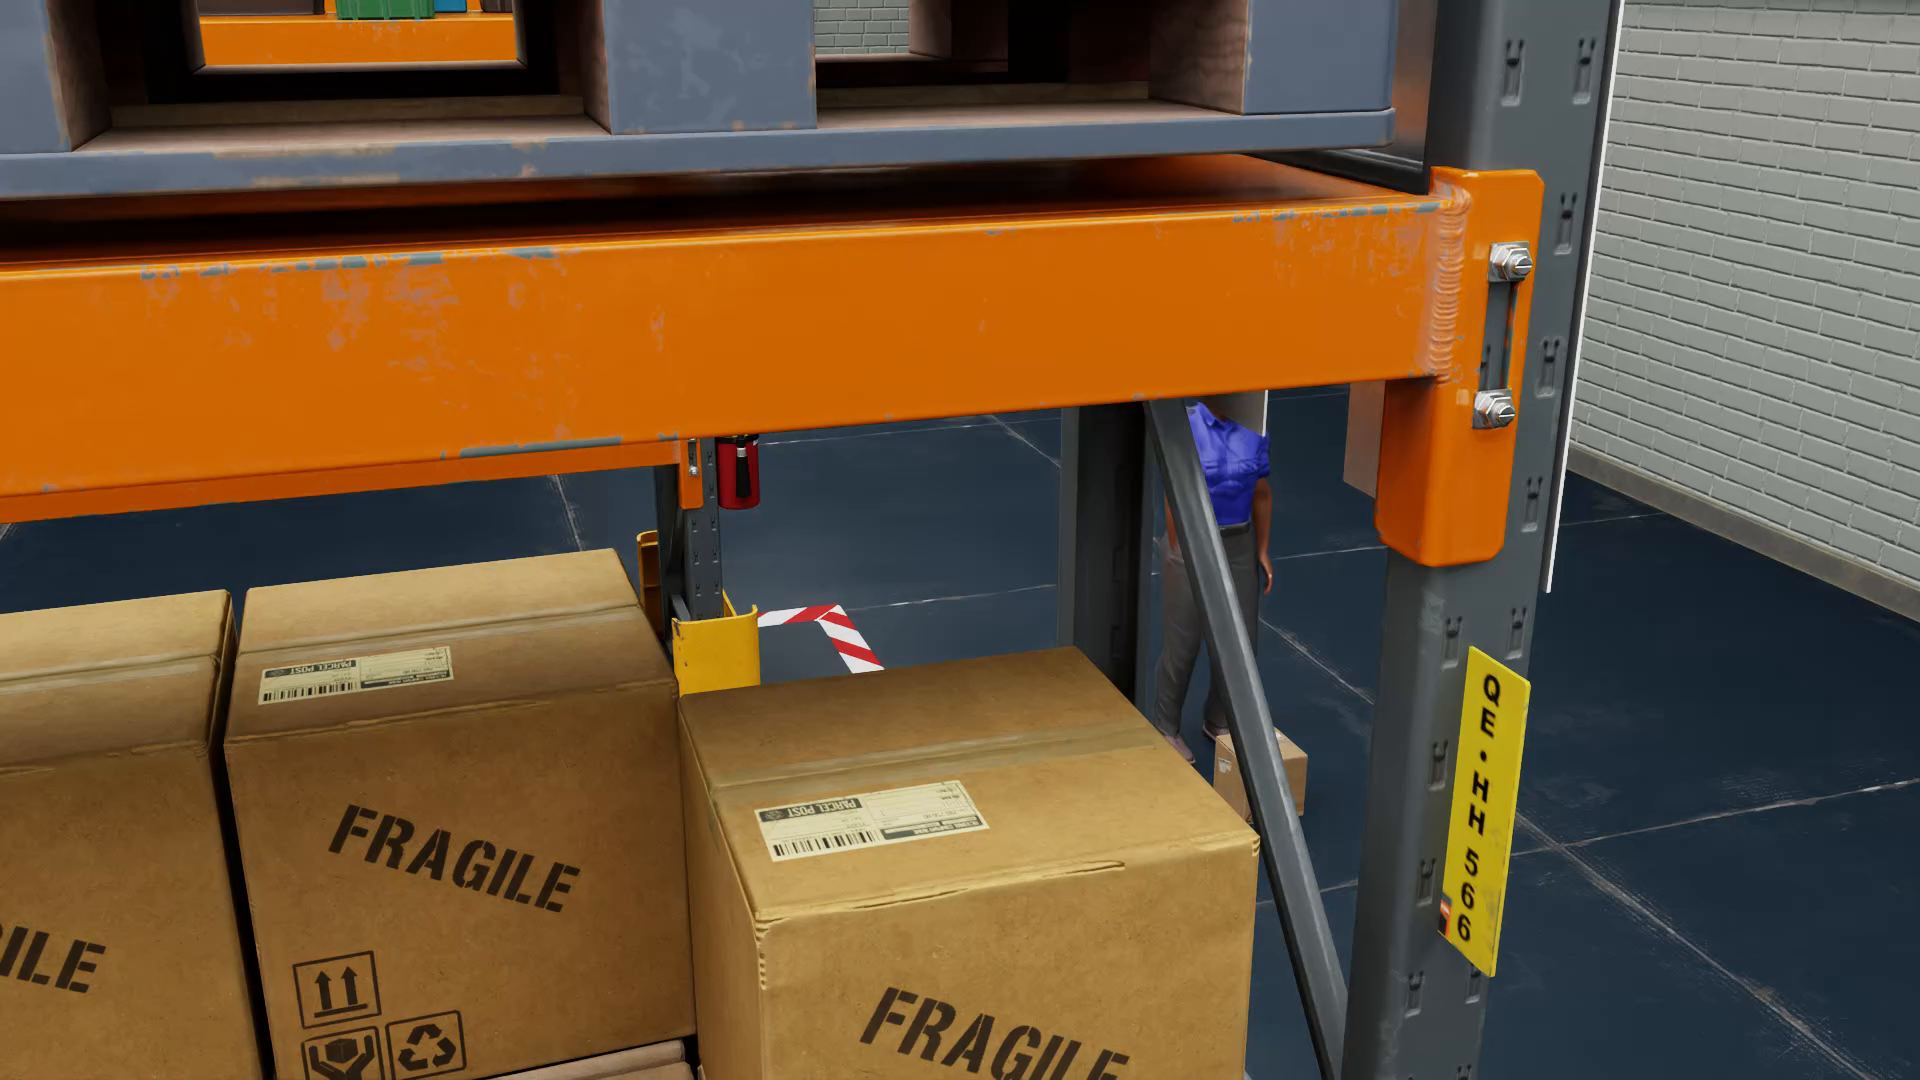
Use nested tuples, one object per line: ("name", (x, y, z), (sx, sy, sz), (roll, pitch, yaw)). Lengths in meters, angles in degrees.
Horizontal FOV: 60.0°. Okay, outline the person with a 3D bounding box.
("person", (0.986, 0.071, 6.424), (0.446, 1.636, 0.325), (-6, 20, -16))
